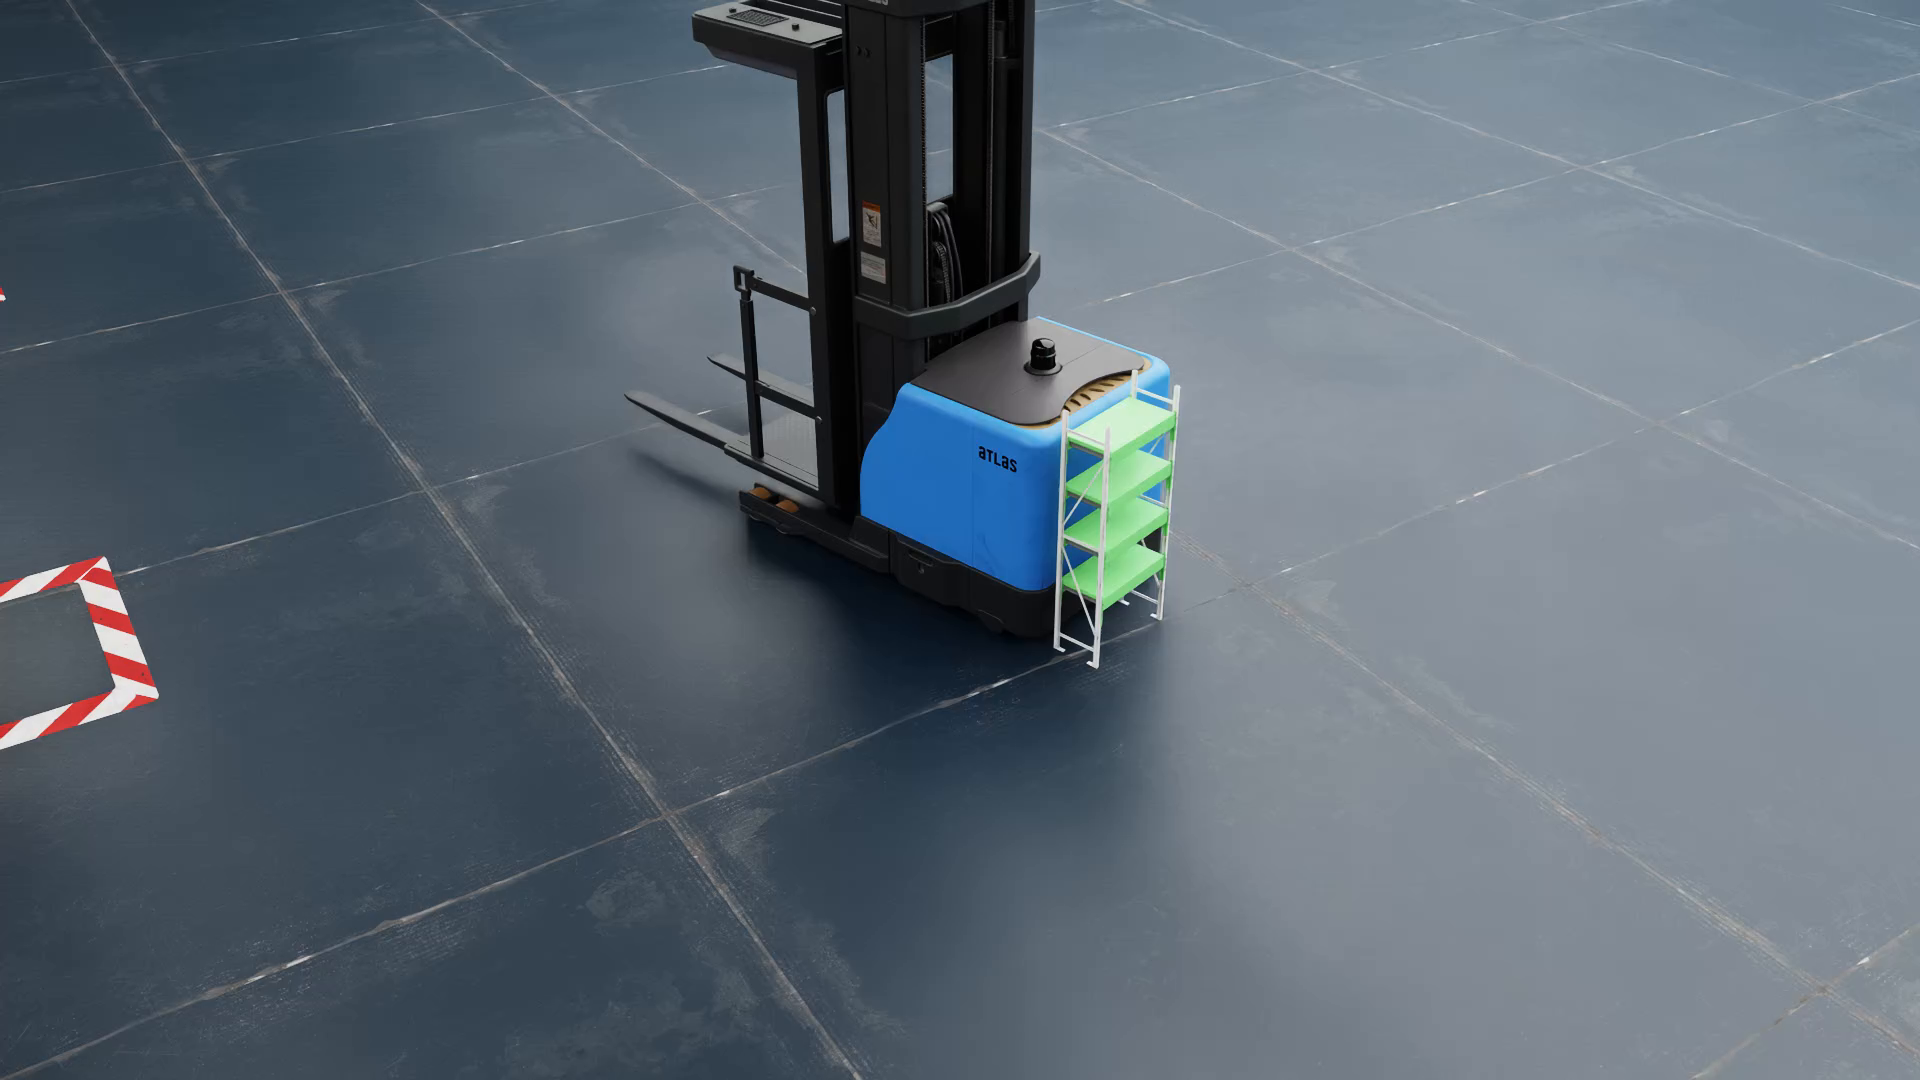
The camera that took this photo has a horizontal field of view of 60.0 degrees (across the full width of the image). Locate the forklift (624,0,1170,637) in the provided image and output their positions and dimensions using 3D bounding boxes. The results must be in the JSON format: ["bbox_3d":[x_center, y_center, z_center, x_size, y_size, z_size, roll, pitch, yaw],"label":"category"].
[{"bbox_3d":[-0.478,-1.459,7.816,3.031,2.935,1.130,25,40,33],"label":"forklift"}]

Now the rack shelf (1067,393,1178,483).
[{"bbox_3d":[0.676,-0.434,7.034,0.258,0.148,0.480,25,40,33],"label":"rack shelf"}]

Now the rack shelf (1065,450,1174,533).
[{"bbox_3d":[0.676,-0.231,7.162,0.258,0.148,0.480,25,40,33],"label":"rack shelf"}]

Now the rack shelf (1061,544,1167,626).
[{"bbox_3d":[0.676,0.174,7.418,0.258,0.148,0.480,25,40,33],"label":"rack shelf"}]

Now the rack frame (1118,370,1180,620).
[{"bbox_3d":[0.836,-0.181,7.413,0.240,1.200,0.015,25,40,33],"label":"rack frame"}]

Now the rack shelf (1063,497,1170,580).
[{"bbox_3d":[0.676,-0.029,7.290,0.258,0.148,0.480,25,40,33],"label":"rack shelf"}]

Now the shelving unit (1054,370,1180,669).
[{"bbox_3d":[0.676,-0.083,7.256,0.258,1.200,0.503,25,40,33],"label":"shelving unit"}]

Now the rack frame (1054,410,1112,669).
[{"bbox_3d":[0.517,0.016,7.100,0.240,1.200,0.015,25,40,33],"label":"rack frame"}]
